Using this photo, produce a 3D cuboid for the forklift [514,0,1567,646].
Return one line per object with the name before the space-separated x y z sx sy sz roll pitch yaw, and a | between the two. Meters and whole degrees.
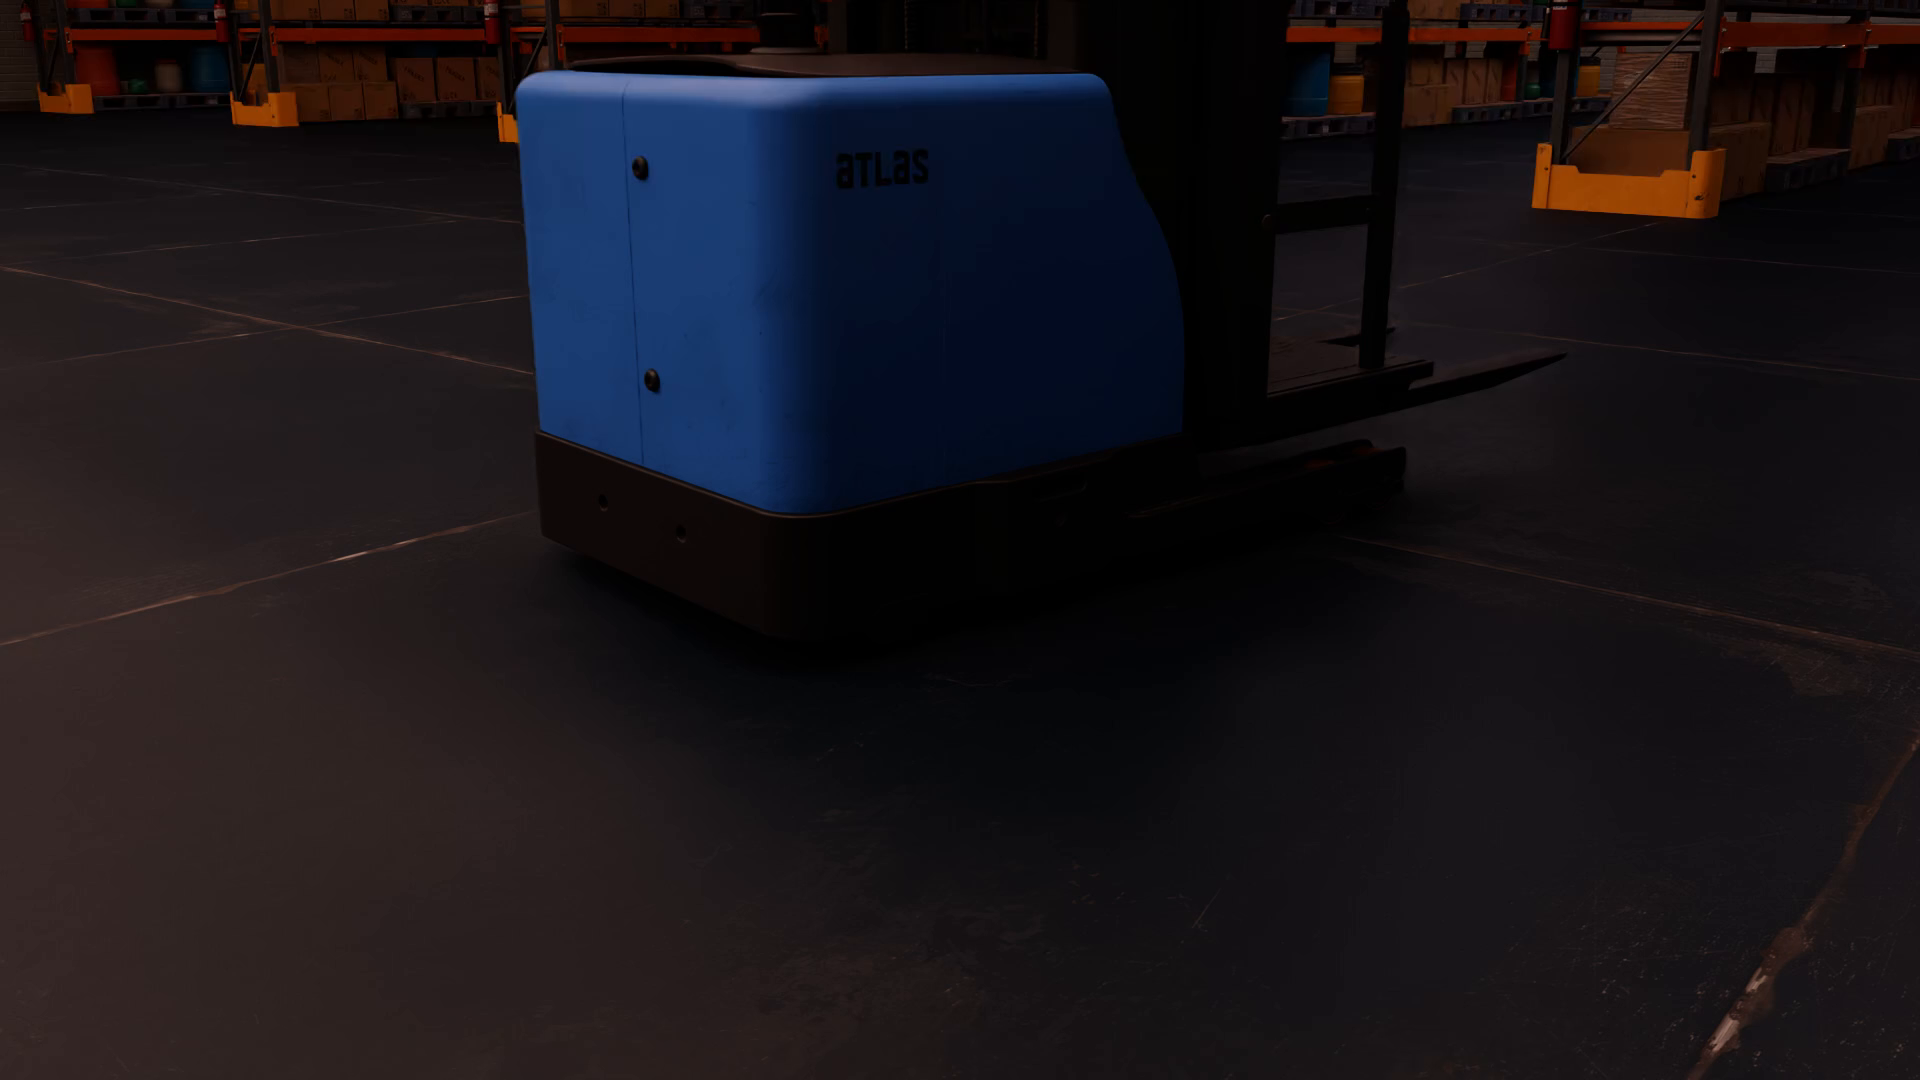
forklift | 0.488 -1.539 3.964 3.031 2.935 1.130 -14 22 -39
